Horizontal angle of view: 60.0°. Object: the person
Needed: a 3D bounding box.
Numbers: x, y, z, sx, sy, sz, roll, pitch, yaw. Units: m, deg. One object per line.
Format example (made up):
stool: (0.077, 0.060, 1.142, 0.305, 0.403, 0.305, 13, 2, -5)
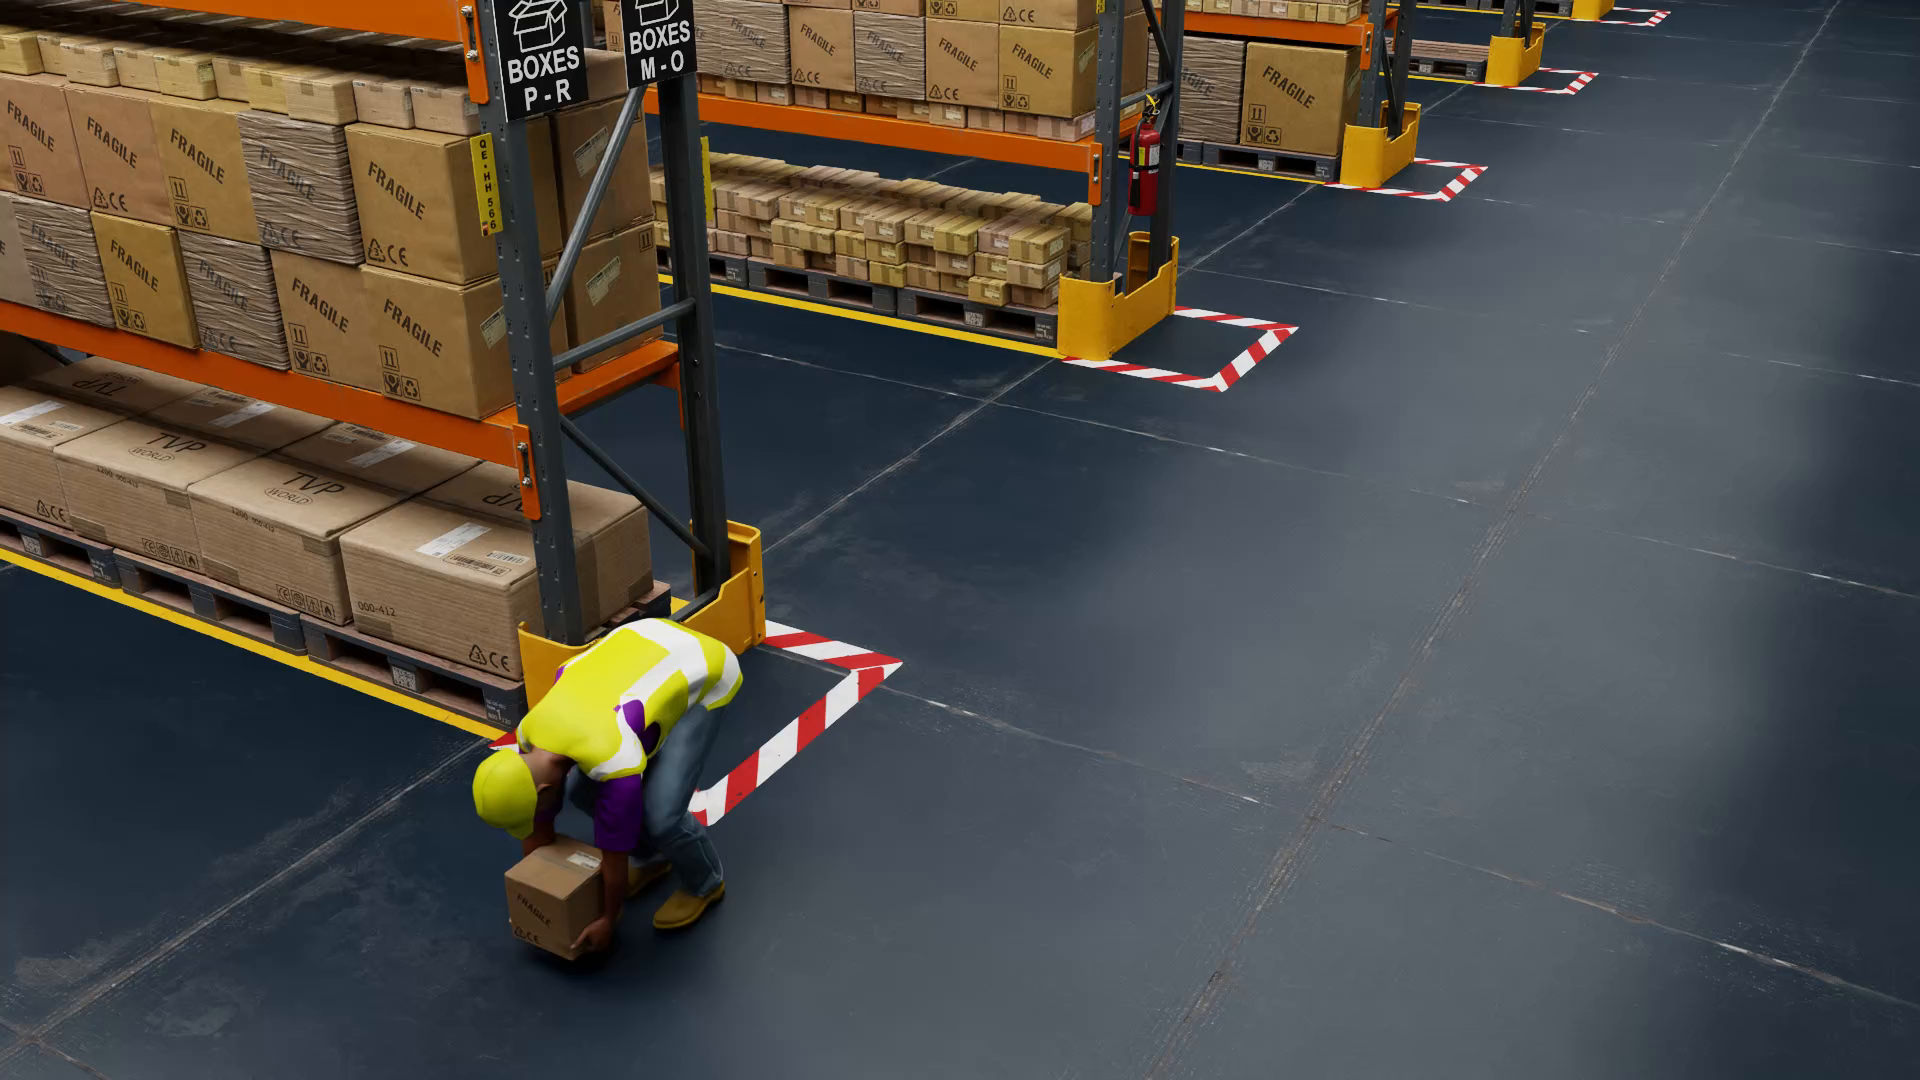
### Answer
person: (-1.107, 0.816, 5.308, 0.493, 0.994, 0.974, 19, 32, 34)
